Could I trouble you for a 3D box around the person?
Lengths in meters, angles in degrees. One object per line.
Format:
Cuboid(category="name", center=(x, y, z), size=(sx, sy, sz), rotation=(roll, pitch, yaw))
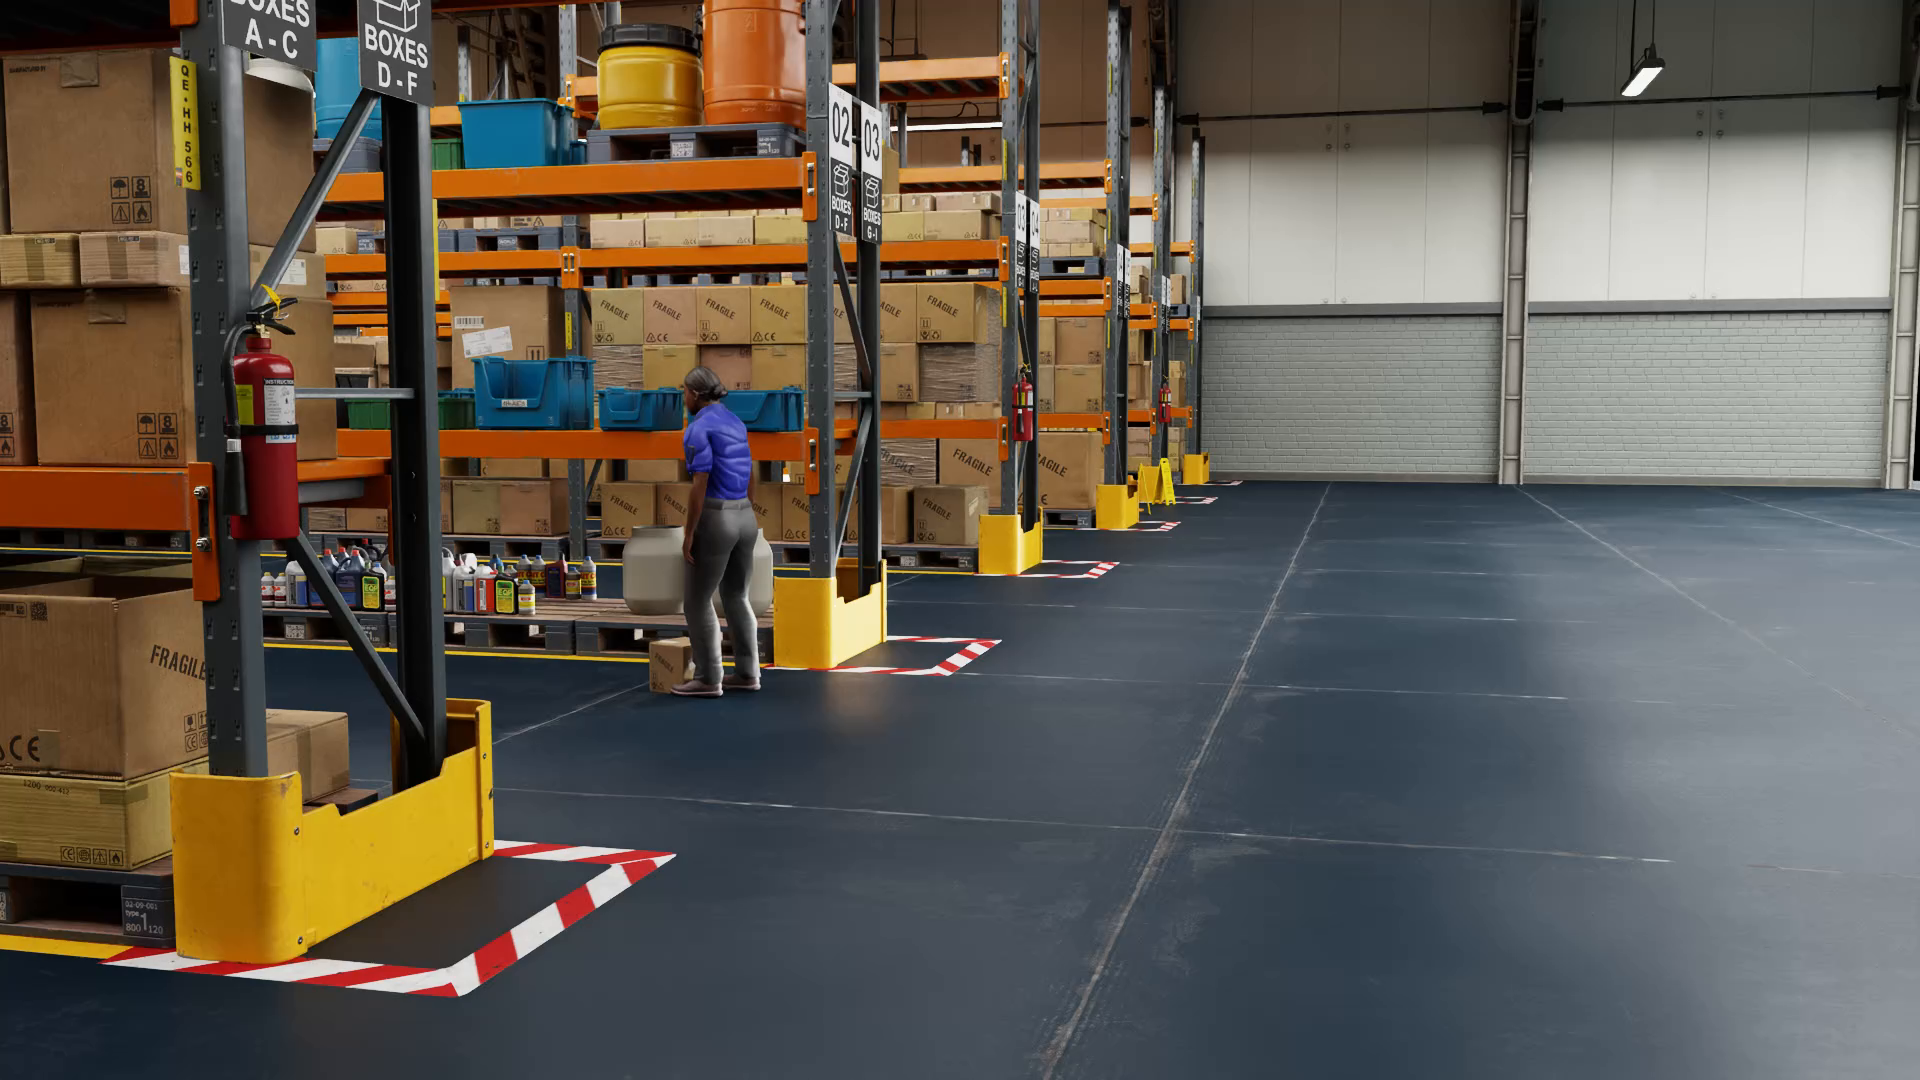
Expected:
Cuboid(category="person", center=(-1.231, -0.045, 8.339), size=(0.402, 1.653, 0.521), rotation=(3, 6, 30))
